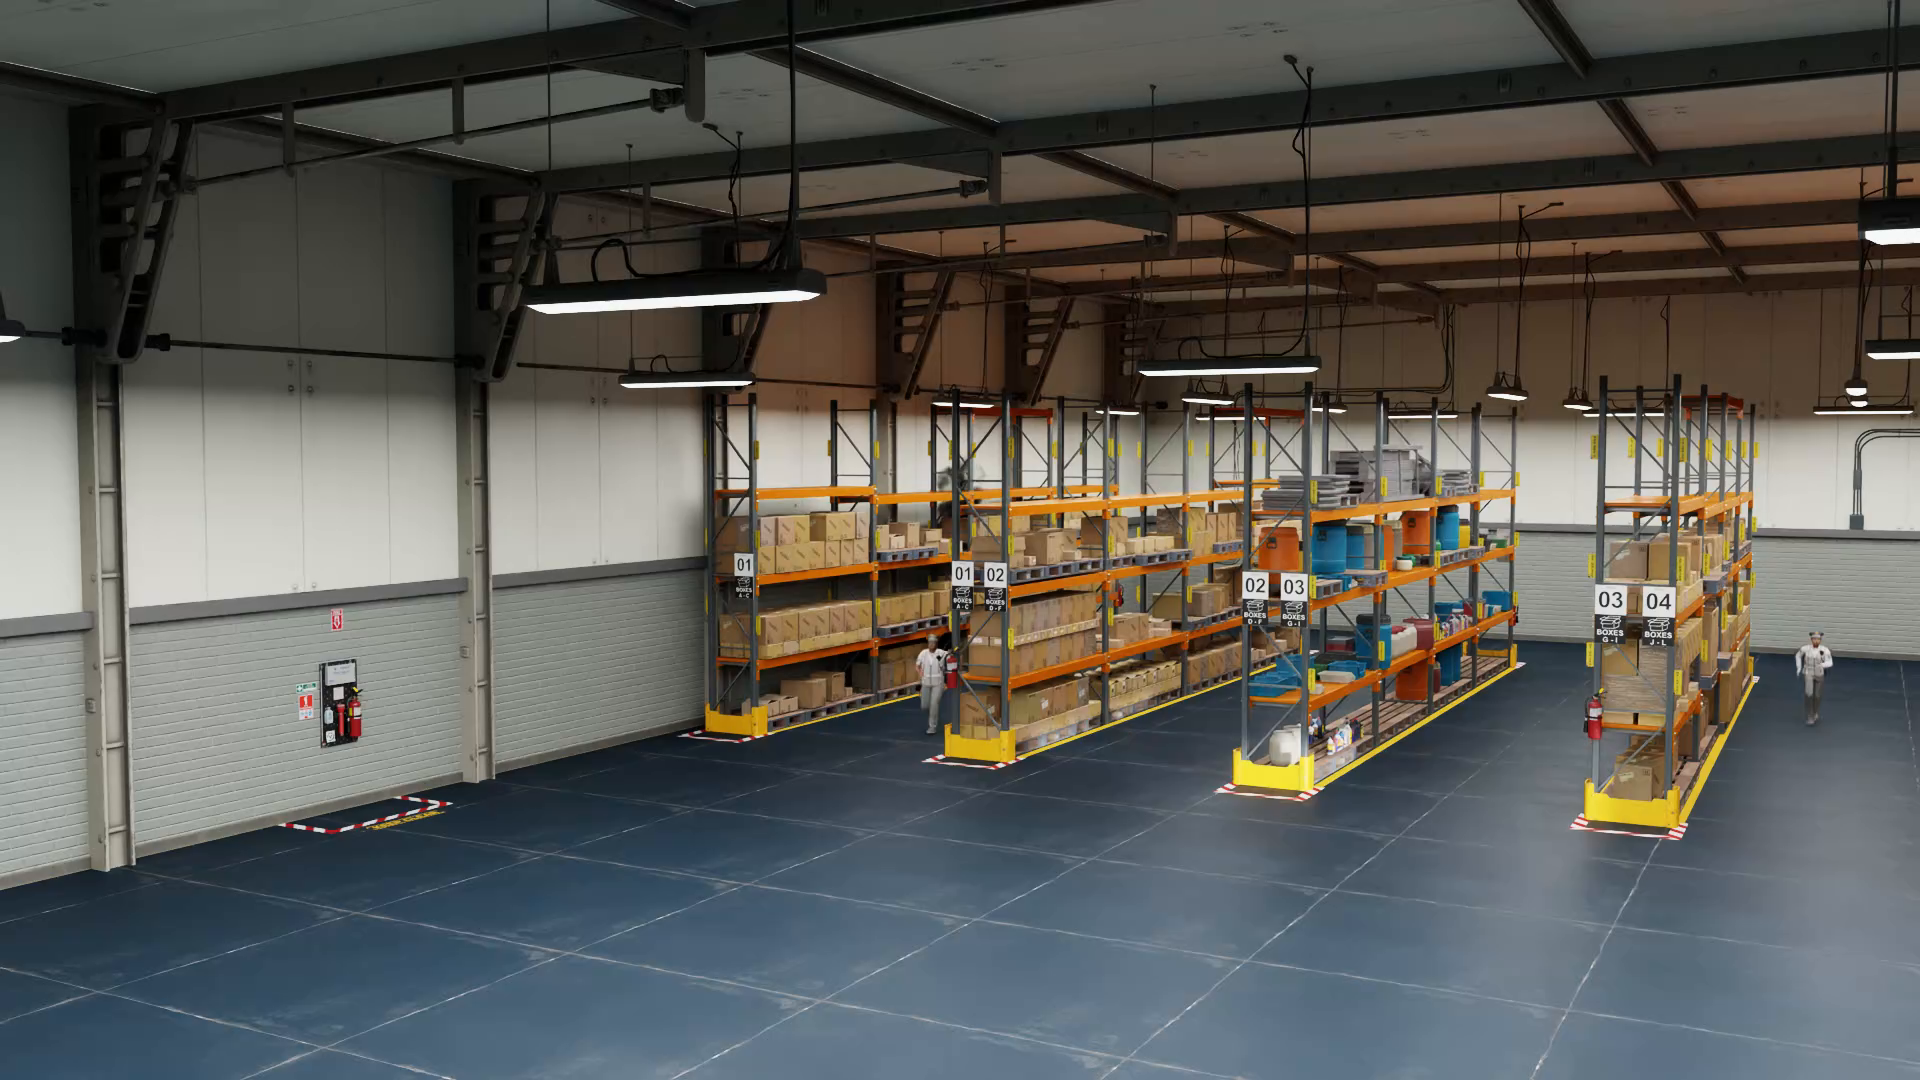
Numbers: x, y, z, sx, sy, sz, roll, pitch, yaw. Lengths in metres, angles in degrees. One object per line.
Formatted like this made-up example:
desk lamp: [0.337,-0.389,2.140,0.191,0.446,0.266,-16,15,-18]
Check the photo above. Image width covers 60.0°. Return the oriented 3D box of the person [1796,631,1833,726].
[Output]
person: [15.620,2.520,30.404,0.573,1.738,0.812,1,3,22]

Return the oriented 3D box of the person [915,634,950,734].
person: [-0.473,2.529,29.538,0.668,1.749,0.722,1,3,12]
